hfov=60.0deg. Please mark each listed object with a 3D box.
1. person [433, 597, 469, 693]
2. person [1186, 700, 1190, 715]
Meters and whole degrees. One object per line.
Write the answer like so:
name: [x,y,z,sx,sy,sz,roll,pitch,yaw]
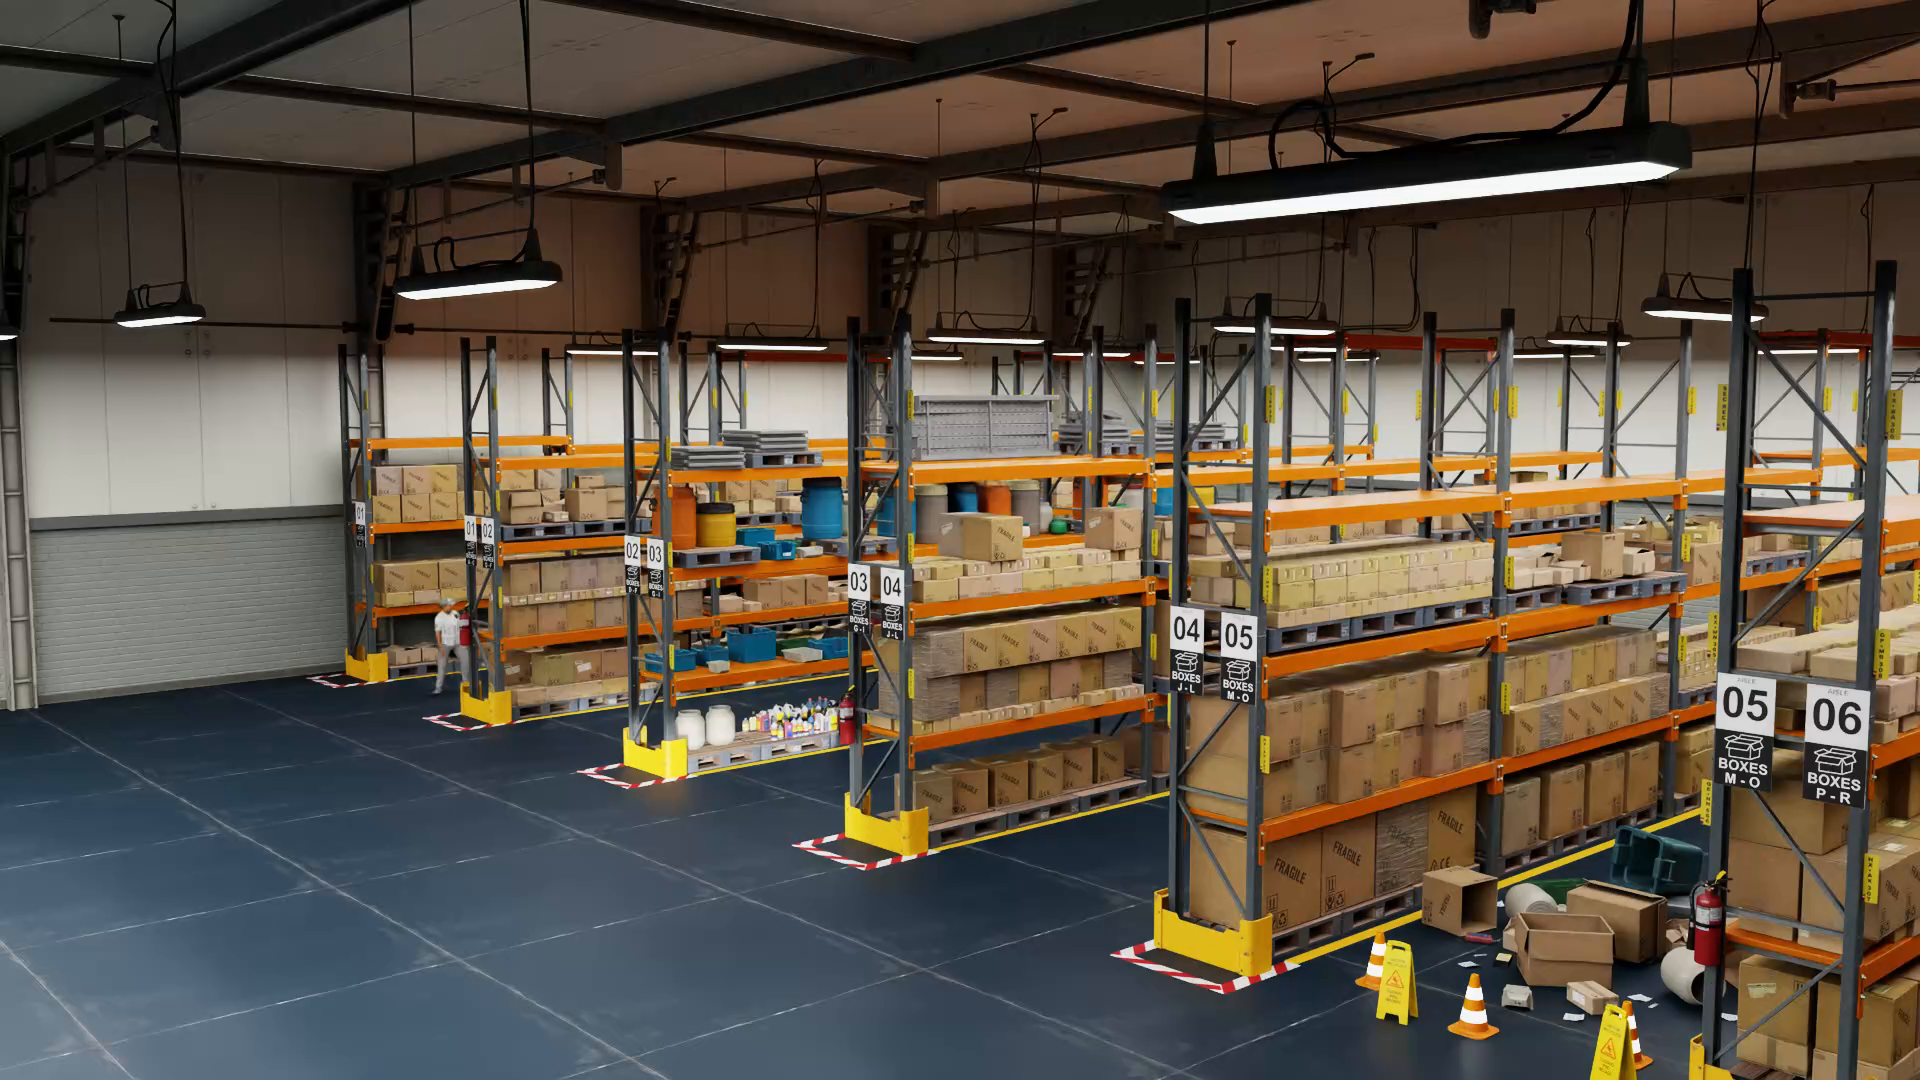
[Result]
person: [-8.664,1.810,28.437,0.684,1.687,0.528,-4,6,-35]
person: [3.711,2.049,25.128,1.045,1.720,0.498,-5,7,-43]
